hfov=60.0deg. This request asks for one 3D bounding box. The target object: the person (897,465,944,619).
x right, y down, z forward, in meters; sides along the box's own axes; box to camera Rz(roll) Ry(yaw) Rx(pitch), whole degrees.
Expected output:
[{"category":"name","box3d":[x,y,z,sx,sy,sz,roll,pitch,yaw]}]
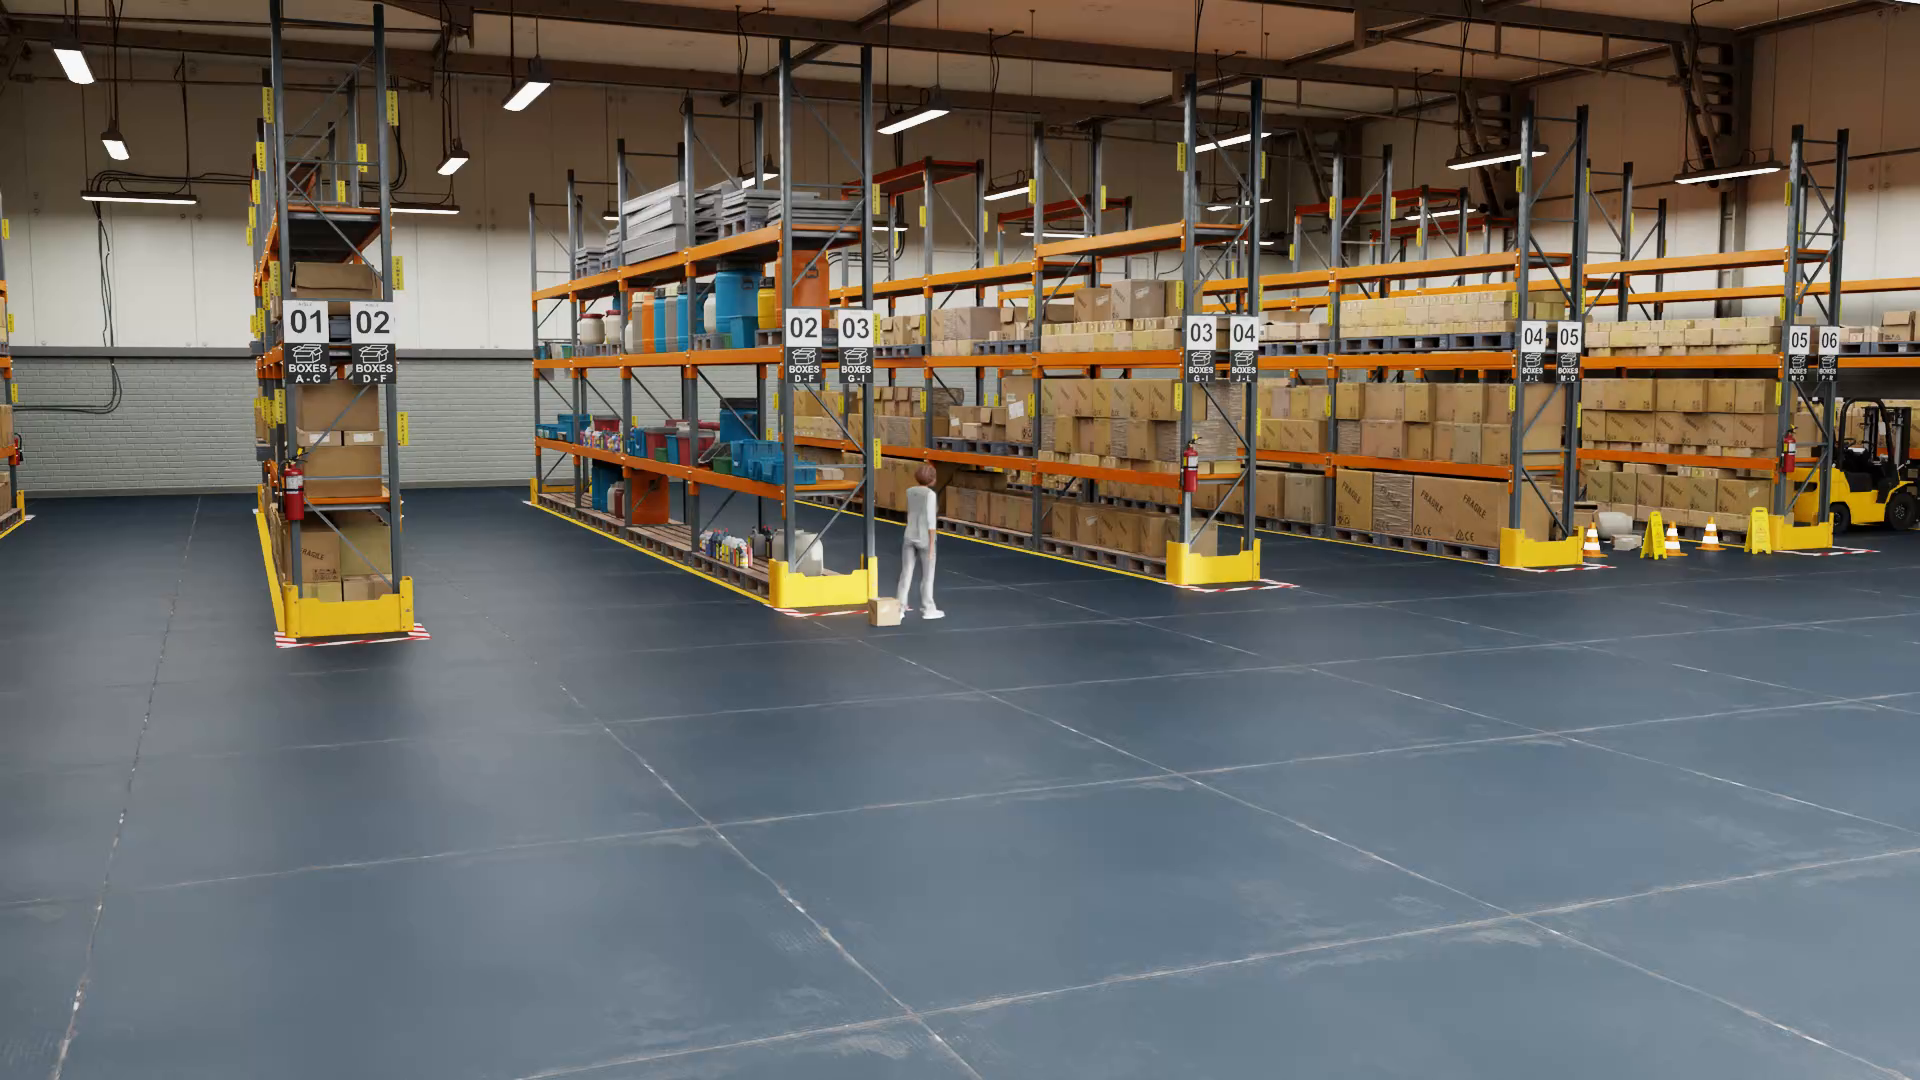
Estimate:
[{"category":"person","box3d":[-0.424,0.027,16.884,0.438,1.583,0.647,4,7,36]}]
